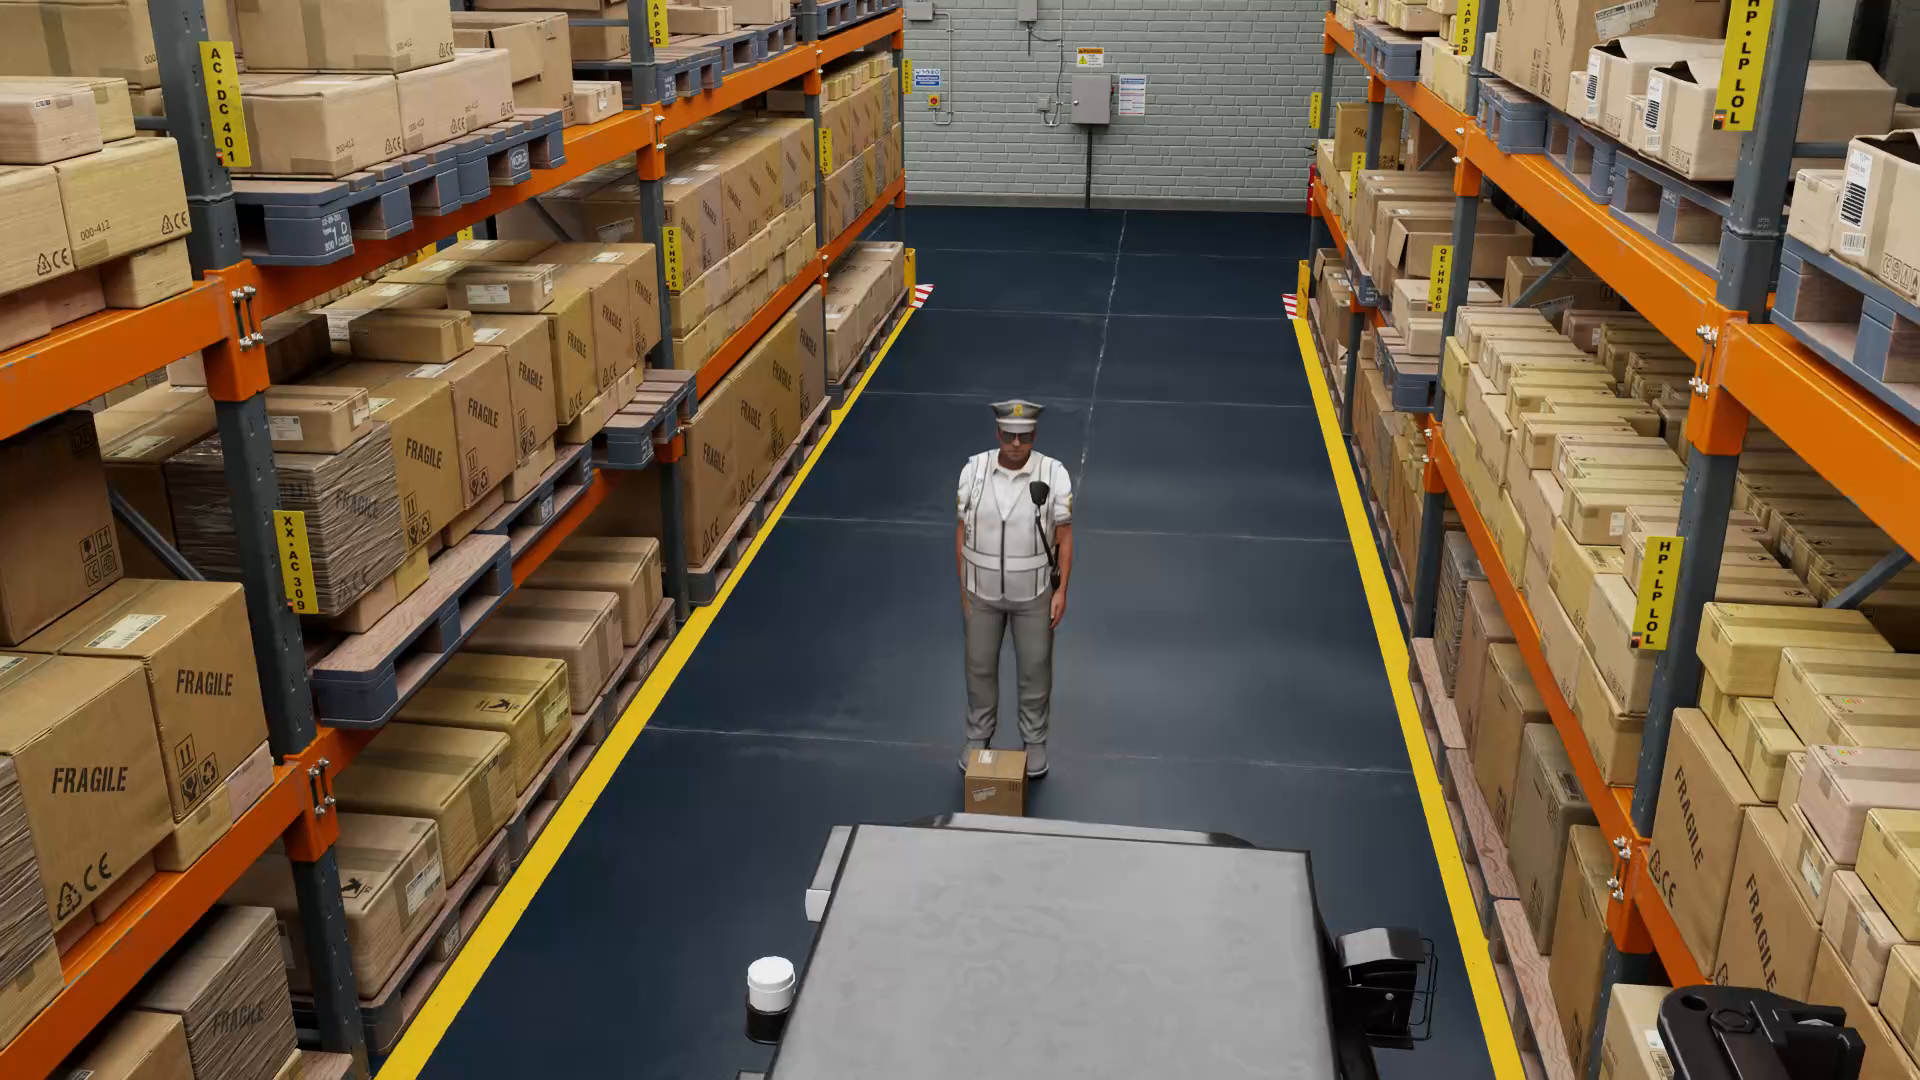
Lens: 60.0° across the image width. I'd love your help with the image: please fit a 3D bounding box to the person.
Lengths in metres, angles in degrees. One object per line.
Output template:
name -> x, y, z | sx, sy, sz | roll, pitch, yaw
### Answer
person -> 0.237, 0.214, 7.501 | 0.527, 1.766, 0.393 | 3, 21, 8
